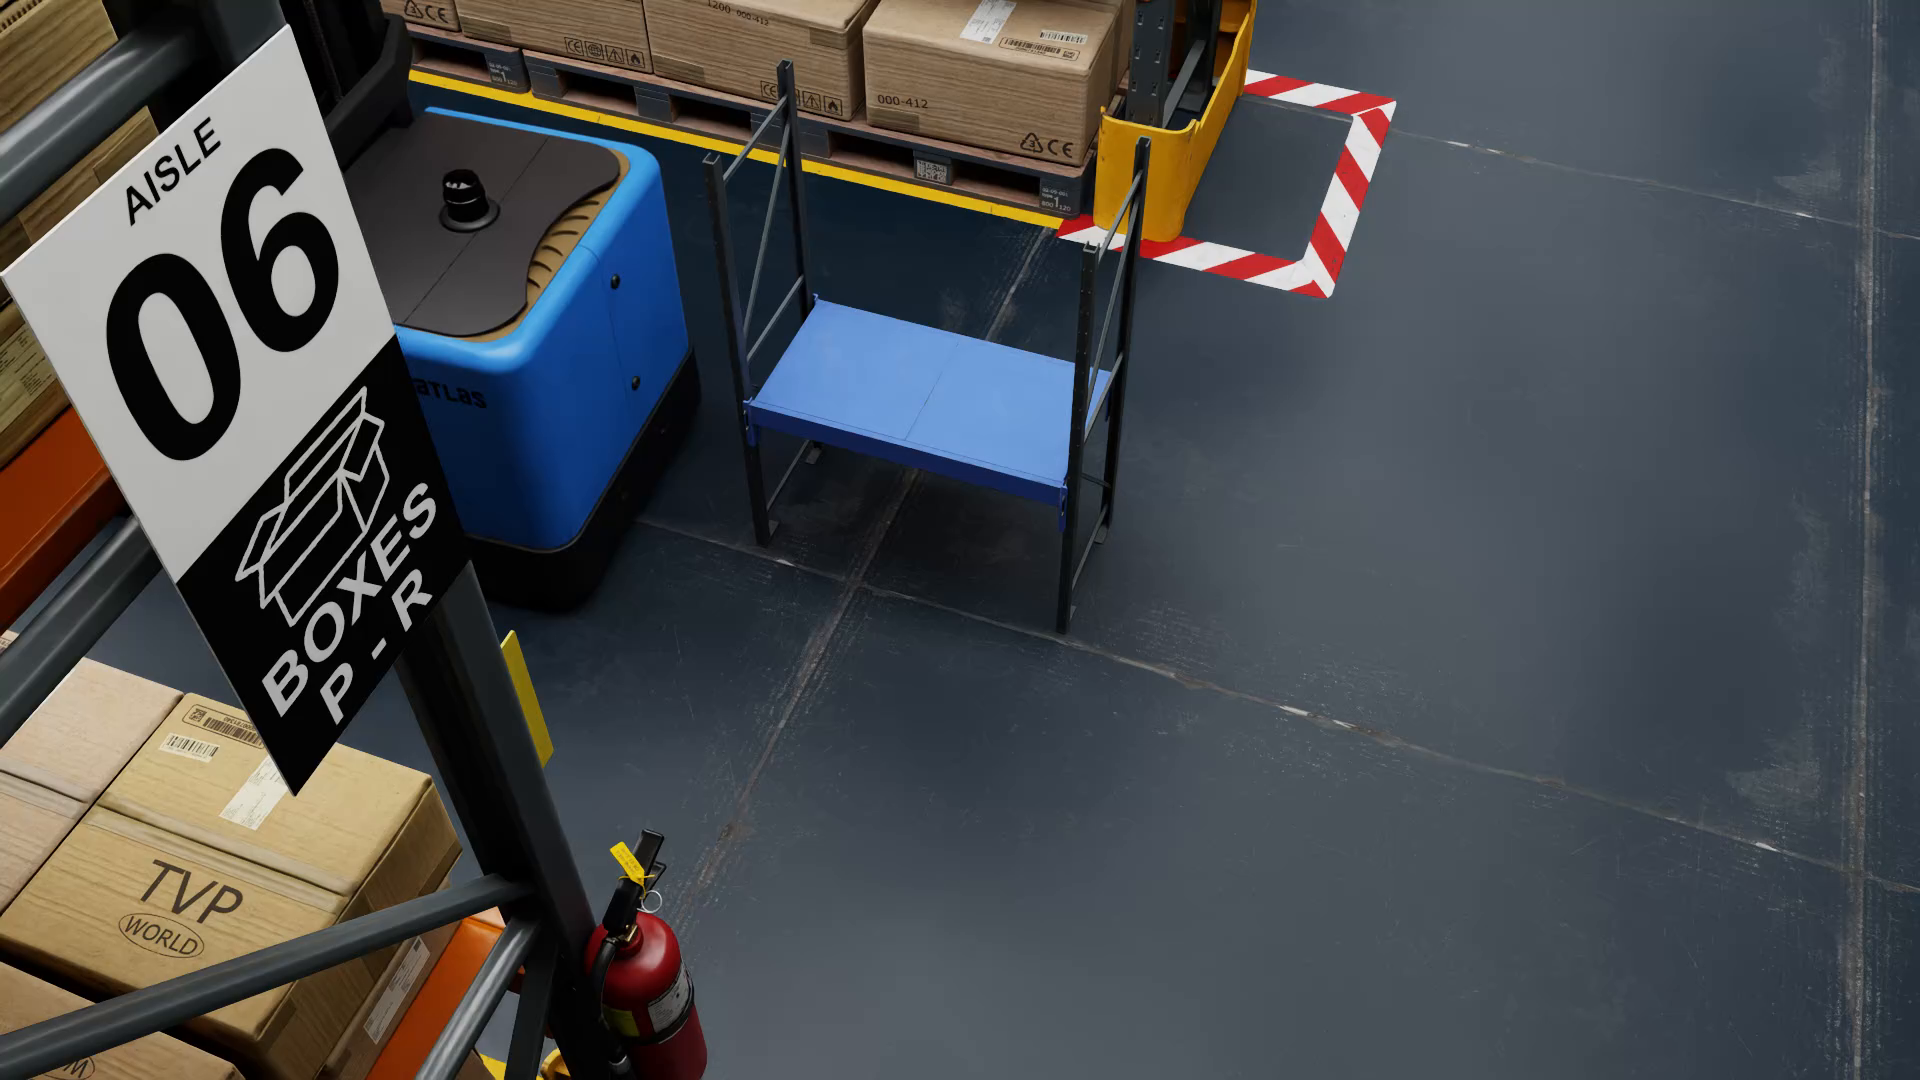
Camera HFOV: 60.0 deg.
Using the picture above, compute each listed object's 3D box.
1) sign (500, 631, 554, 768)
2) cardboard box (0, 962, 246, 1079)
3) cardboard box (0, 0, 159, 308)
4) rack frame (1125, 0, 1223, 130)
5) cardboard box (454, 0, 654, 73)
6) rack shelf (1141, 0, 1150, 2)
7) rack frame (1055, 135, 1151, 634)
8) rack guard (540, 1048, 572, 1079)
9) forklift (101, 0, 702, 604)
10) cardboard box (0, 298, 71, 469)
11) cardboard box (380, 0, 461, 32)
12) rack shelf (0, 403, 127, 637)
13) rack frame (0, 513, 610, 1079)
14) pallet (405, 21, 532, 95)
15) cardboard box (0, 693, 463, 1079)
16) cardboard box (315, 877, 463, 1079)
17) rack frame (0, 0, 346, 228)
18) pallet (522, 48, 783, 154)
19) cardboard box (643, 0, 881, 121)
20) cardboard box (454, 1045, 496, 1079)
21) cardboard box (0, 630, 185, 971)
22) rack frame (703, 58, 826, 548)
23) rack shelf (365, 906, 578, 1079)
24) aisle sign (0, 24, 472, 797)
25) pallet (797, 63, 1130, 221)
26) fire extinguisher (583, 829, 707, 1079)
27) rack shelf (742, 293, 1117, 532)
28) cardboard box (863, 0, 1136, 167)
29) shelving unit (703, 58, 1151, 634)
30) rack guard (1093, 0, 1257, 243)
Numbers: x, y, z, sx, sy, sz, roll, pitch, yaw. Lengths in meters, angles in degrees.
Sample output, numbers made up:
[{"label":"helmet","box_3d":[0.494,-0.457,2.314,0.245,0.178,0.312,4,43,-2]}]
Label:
[{"label":"sign","box_3d":[-0.690,0.277,2.595,0.005,0.325,0.100,16,51,13]},{"label":"cardboard box","box_3d":[-1.401,0.964,2.474,0.500,0.250,0.500,17,51,14]},{"label":"cardboard box","box_3d":[-1.199,-0.396,1.668,0.500,0.250,0.500,15,51,13]},{"label":"rack frame","box_3d":[0.839,-2.575,5.639,0.127,3.000,1.000,16,51,13]},{"label":"cardboard box","box_3d":[-1.522,-2.446,6.945,0.875,0.438,0.875,14,51,12]},{"label":"rack shelf","box_3d":[-1.037,-2.863,6.365,4.000,0.370,1.077,16,51,13]},{"label":"rack frame","box_3d":[0.397,-0.380,4.730,0.032,1.500,0.500,16,51,13]},{"label":"rack guard","box_3d":[-0.949,1.744,3.550,0.348,0.500,1.175,16,51,13]},{"label":"forklift","box_3d":[-2.464,-1.409,4.674,3.031,2.935,1.130,13,50,11]},{"label":"cardboard box","box_3d":[-1.096,-0.204,1.765,0.250,0.149,0.380,17,51,14]},{"label":"cardboard box","box_3d":[-2.362,-2.680,7.148,0.875,0.438,0.875,15,51,13]},{"label":"rack shelf","box_3d":[-2.754,-0.326,2.181,4.000,0.370,1.077,16,51,13]},{"label":"rack frame","box_3d":[-0.878,0.945,2.589,0.127,3.000,1.000,16,51,13]},{"label":"pallet","box_3d":[-2.227,-2.454,7.380,1.213,0.211,1.003,16,51,13]},{"label":"cardboard box","box_3d":[-1.210,0.587,2.801,0.500,0.250,0.500,16,51,13]},{"label":"cardboard box","box_3d":[-1.091,0.747,2.927,0.250,0.149,0.380,15,51,13]},{"label":"rack frame","box_3d":[-0.878,-1.020,0.322,0.127,3.000,1.000,16,51,13]},{"label":"pallet","box_3d":[-1.079,-2.136,7.104,1.213,0.211,1.003,16,51,13]},{"label":"cardboard box","box_3d":[-0.676,-2.209,6.739,0.875,0.438,0.875,17,51,14]},{"label":"cardboard box","box_3d":[-1.419,1.398,3.570,0.637,0.503,0.797,14,51,12]},{"label":"cardboard box","box_3d":[-1.683,0.455,2.916,0.500,0.250,0.500,16,51,14]},{"label":"rack frame","box_3d":[-0.557,-0.647,4.960,0.032,1.500,0.500,16,51,13]},{"label":"rack shelf","box_3d":[-2.754,0.657,3.314,4.000,0.370,1.077,16,51,13]},{"label":"aisle sign","box_3d":[-0.712,-0.097,1.771,0.004,0.787,0.394,16,51,13]},{"label":"pallet","box_3d":[0.062,-1.815,6.826,1.213,0.211,1.003,16,51,13]},{"label":"fire extinguisher","box_3d":[-0.580,0.803,3.009,0.183,0.674,0.296,16,51,13]},{"label":"rack shelf","box_3d":[-0.080,-0.396,4.981,1.000,0.185,0.538,16,51,13]},{"label":"cardboard box","box_3d":[0.185,-1.975,6.537,0.875,0.438,0.875,14,51,12]},{"label":"shelving unit","box_3d":[-0.080,-0.514,4.845,1.048,1.500,0.538,16,51,13]},{"label":"rack guard","box_3d":[0.861,-1.750,6.578,0.348,0.500,1.175,16,51,13]}]
